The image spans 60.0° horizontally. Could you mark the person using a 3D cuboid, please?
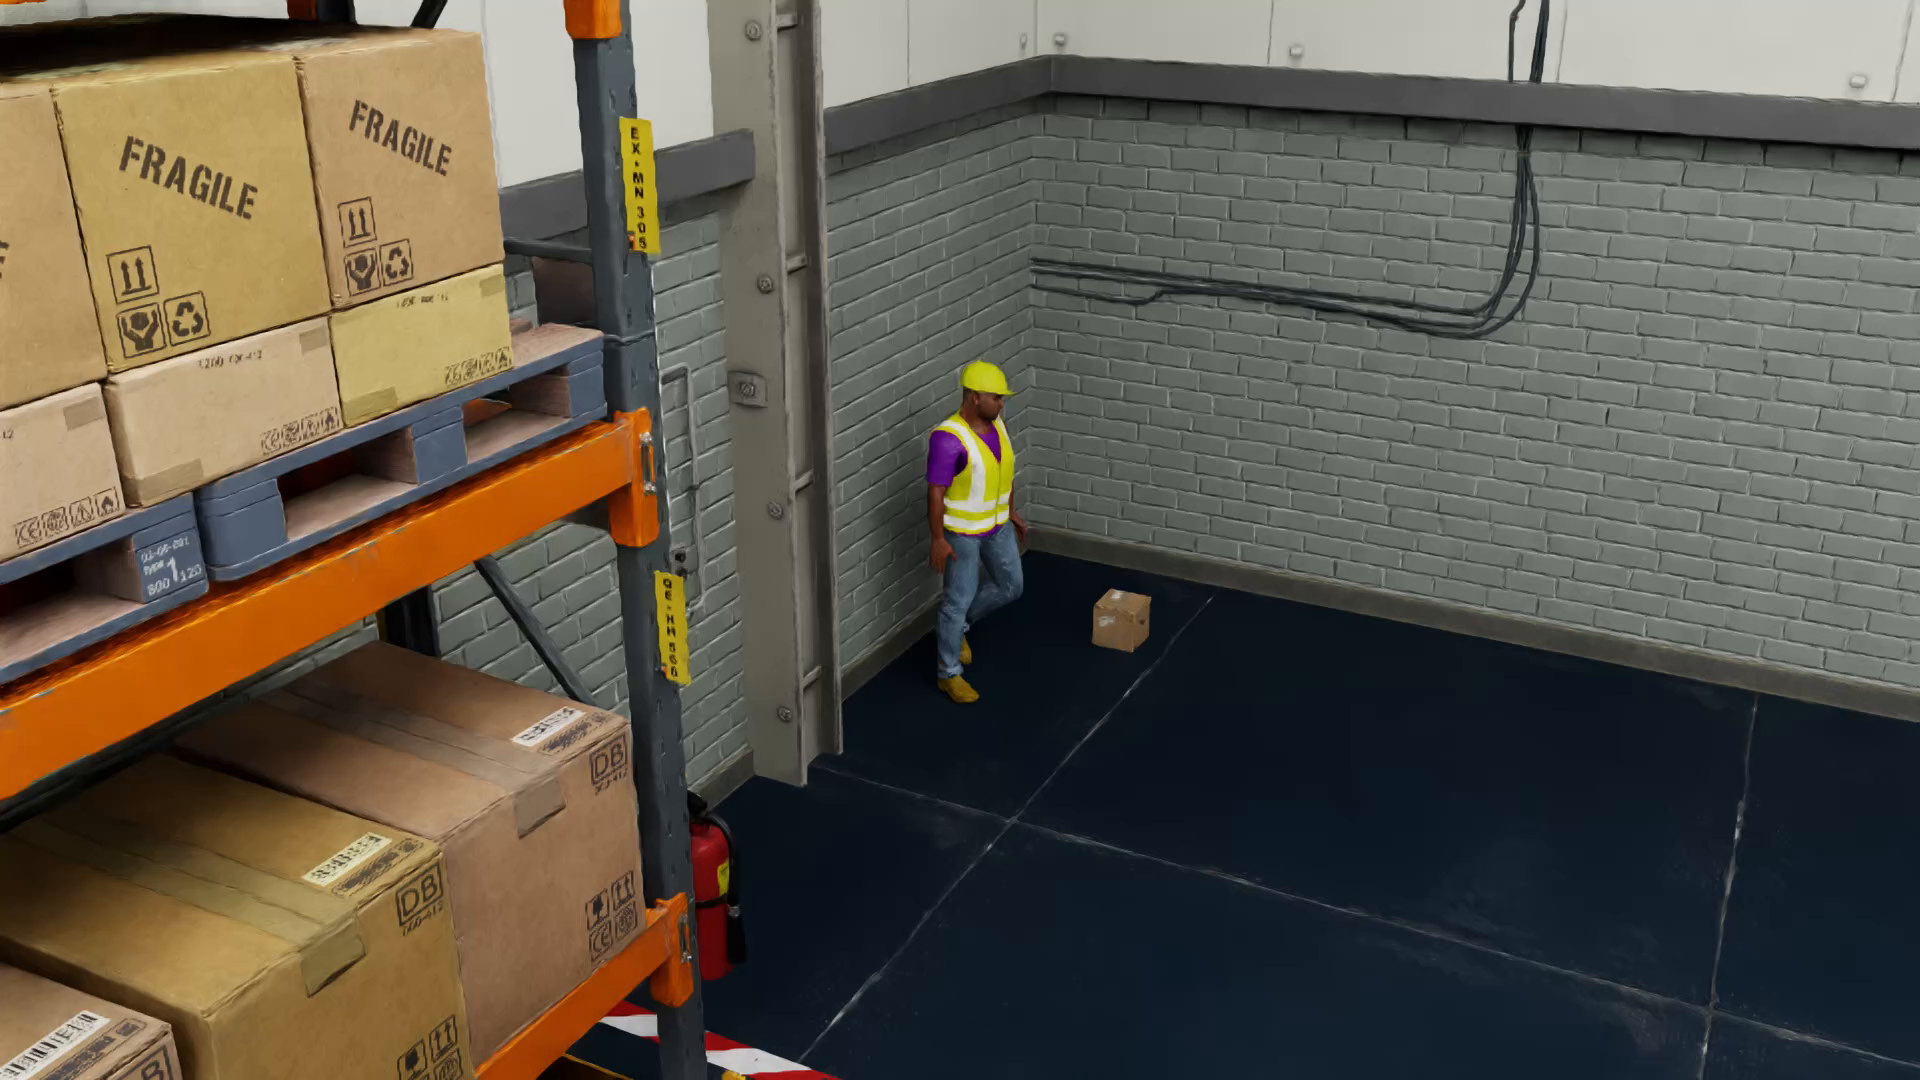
[{"bbox_3d":[0.046,-0.085,8.720,0.501,1.755,0.648,17,28,34],"label":"person"}]
